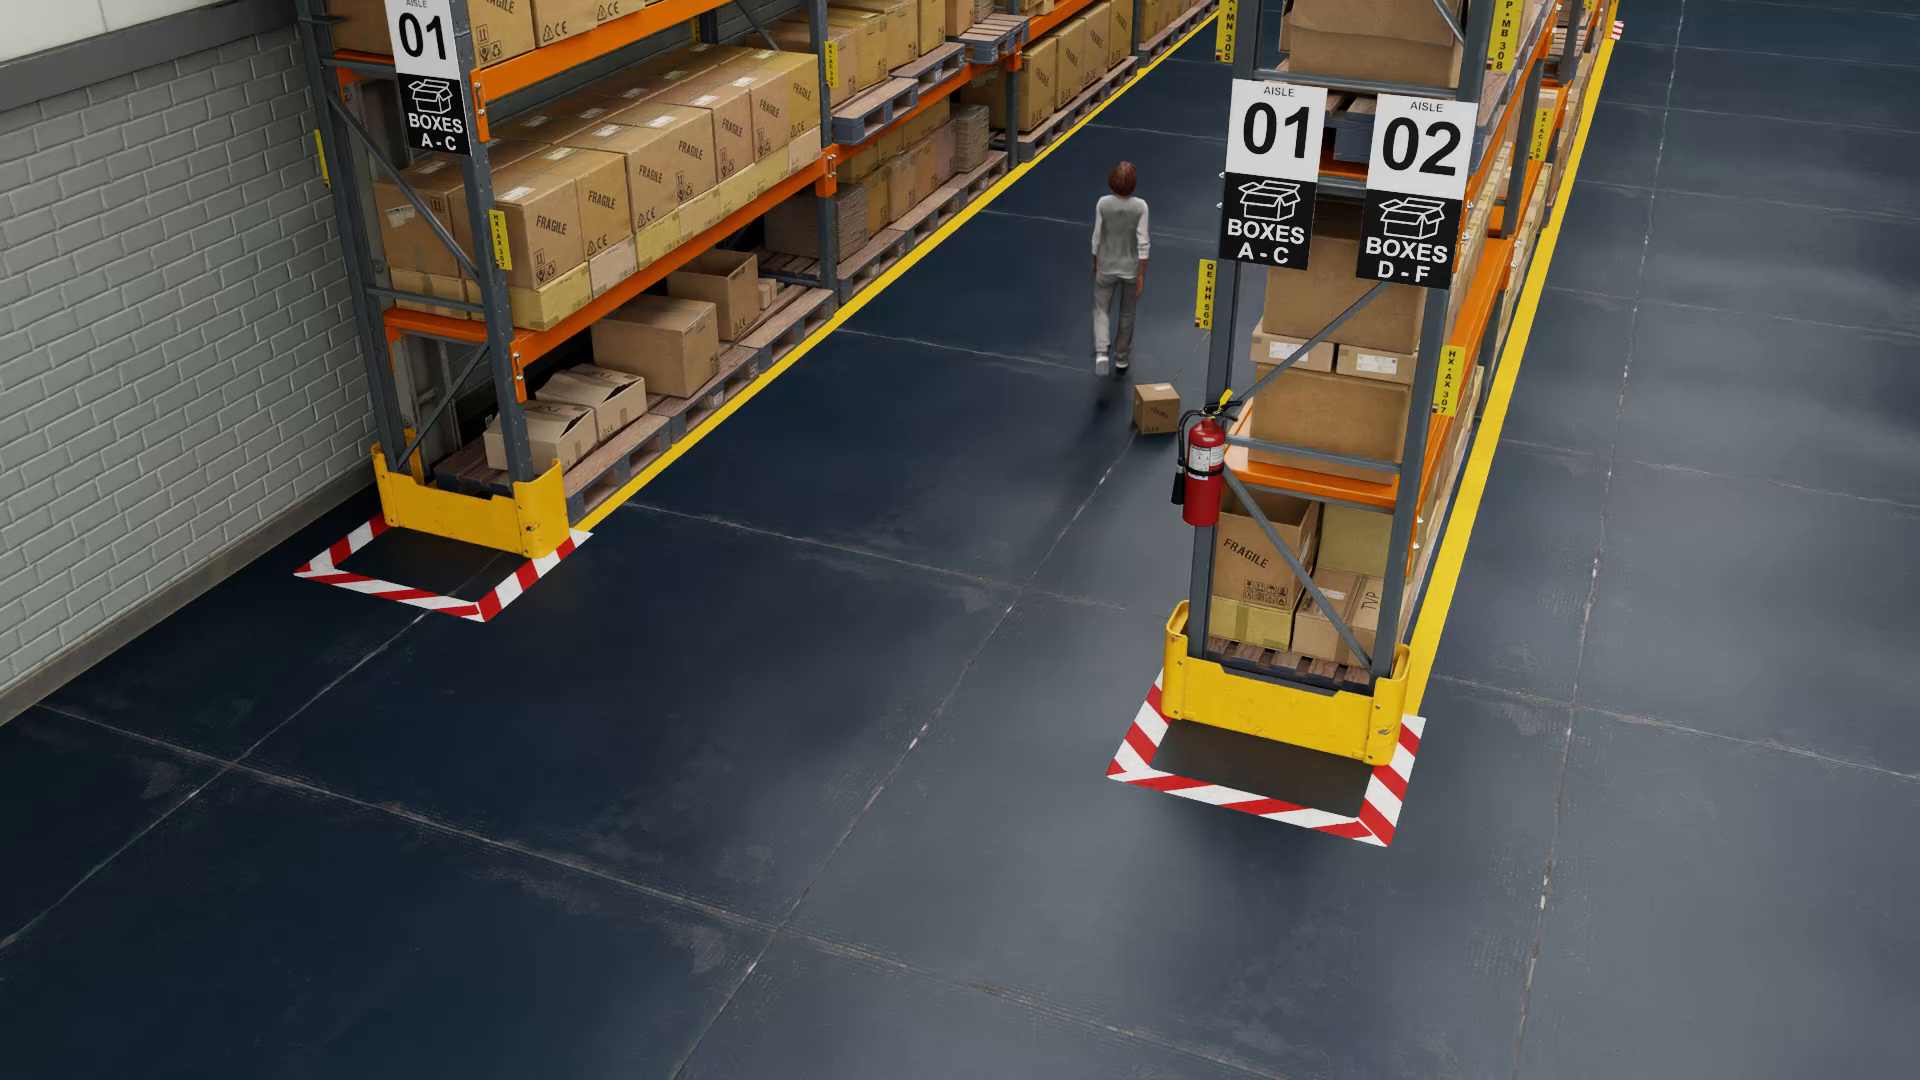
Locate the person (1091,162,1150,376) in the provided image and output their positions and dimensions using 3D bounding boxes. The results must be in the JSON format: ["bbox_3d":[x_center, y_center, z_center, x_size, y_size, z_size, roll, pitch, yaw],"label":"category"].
[{"bbox_3d":[1.112,-1.875,11.613,0.406,1.566,0.745,3,30,5],"label":"person"}]
